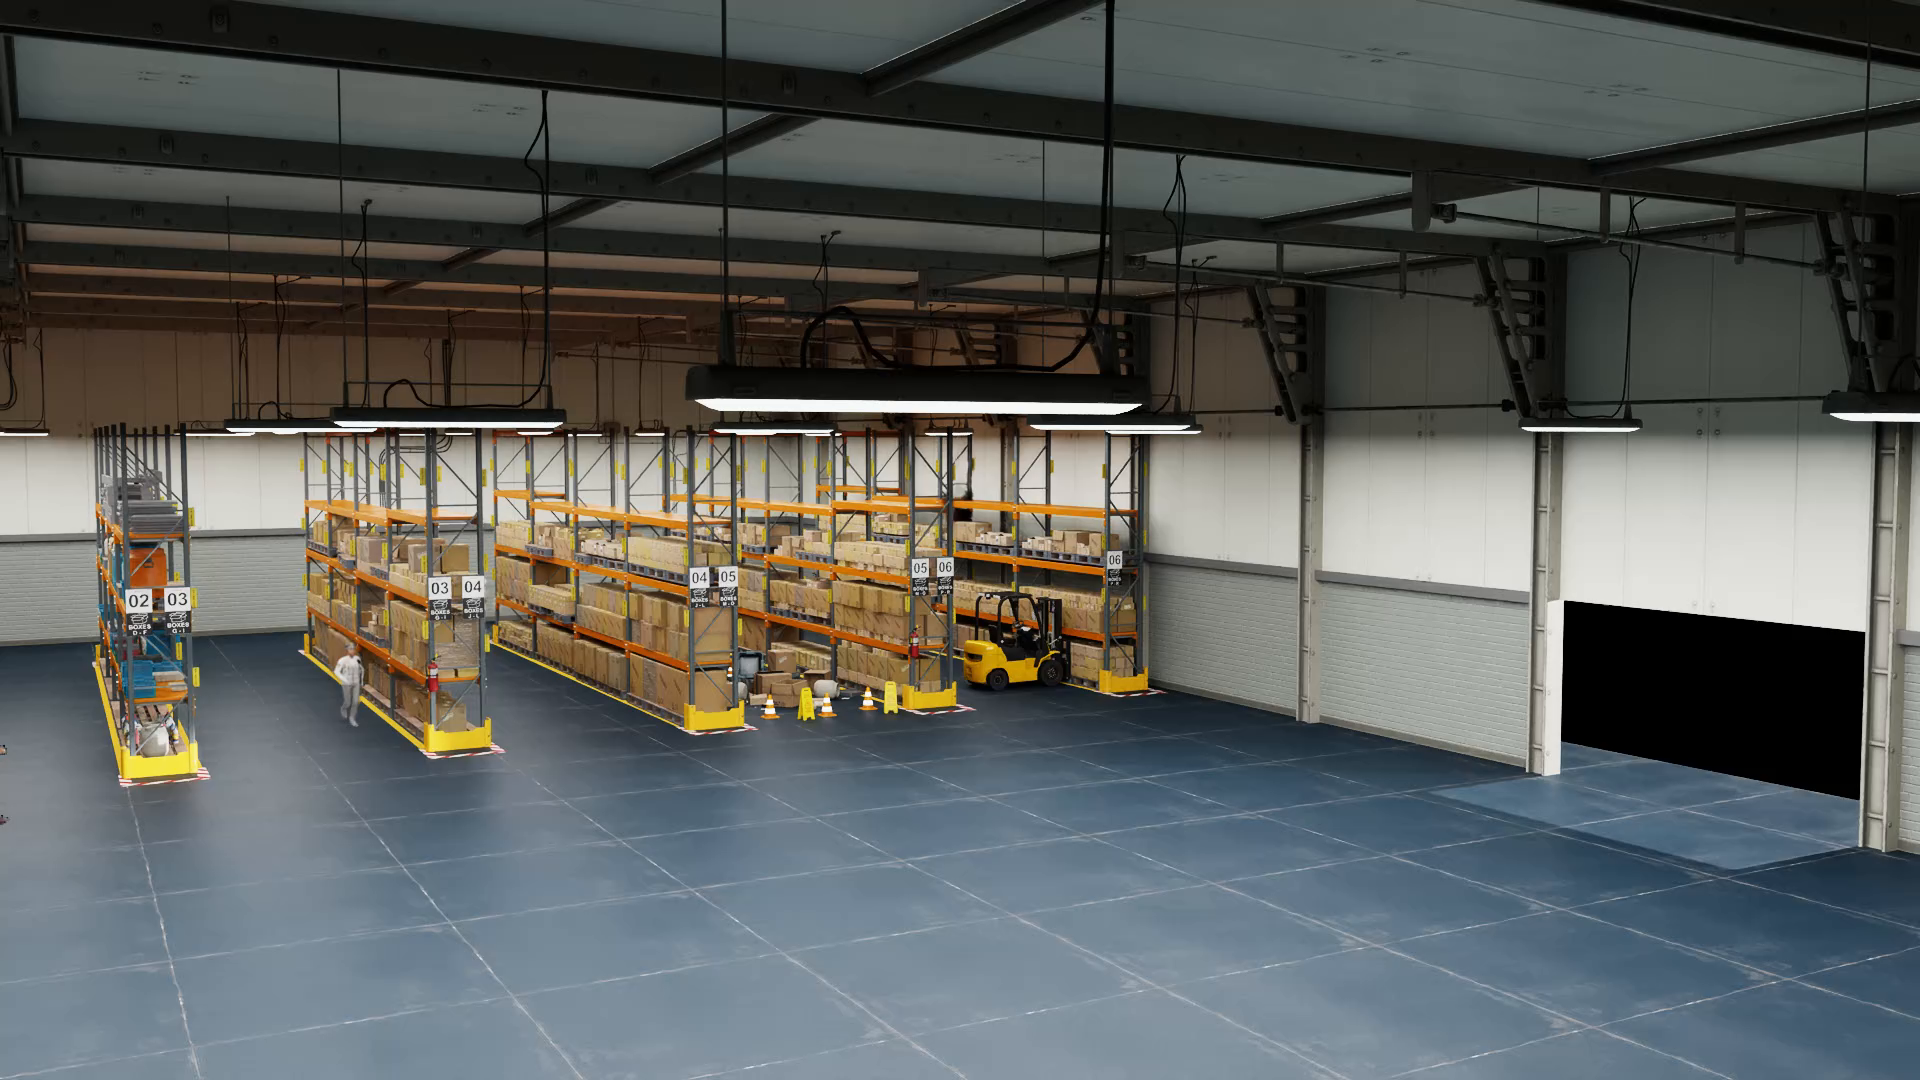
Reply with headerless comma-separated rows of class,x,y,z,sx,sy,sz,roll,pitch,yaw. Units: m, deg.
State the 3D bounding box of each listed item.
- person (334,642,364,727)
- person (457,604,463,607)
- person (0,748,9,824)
person,-12.251,2.880,33.402,0.617,1.663,0.673,-3,4,-38
person,-14.080,2.007,47.028,0.725,1.750,0.786,2,4,28
person,-14.593,3.410,24.823,0.812,1.657,0.598,0,3,4
